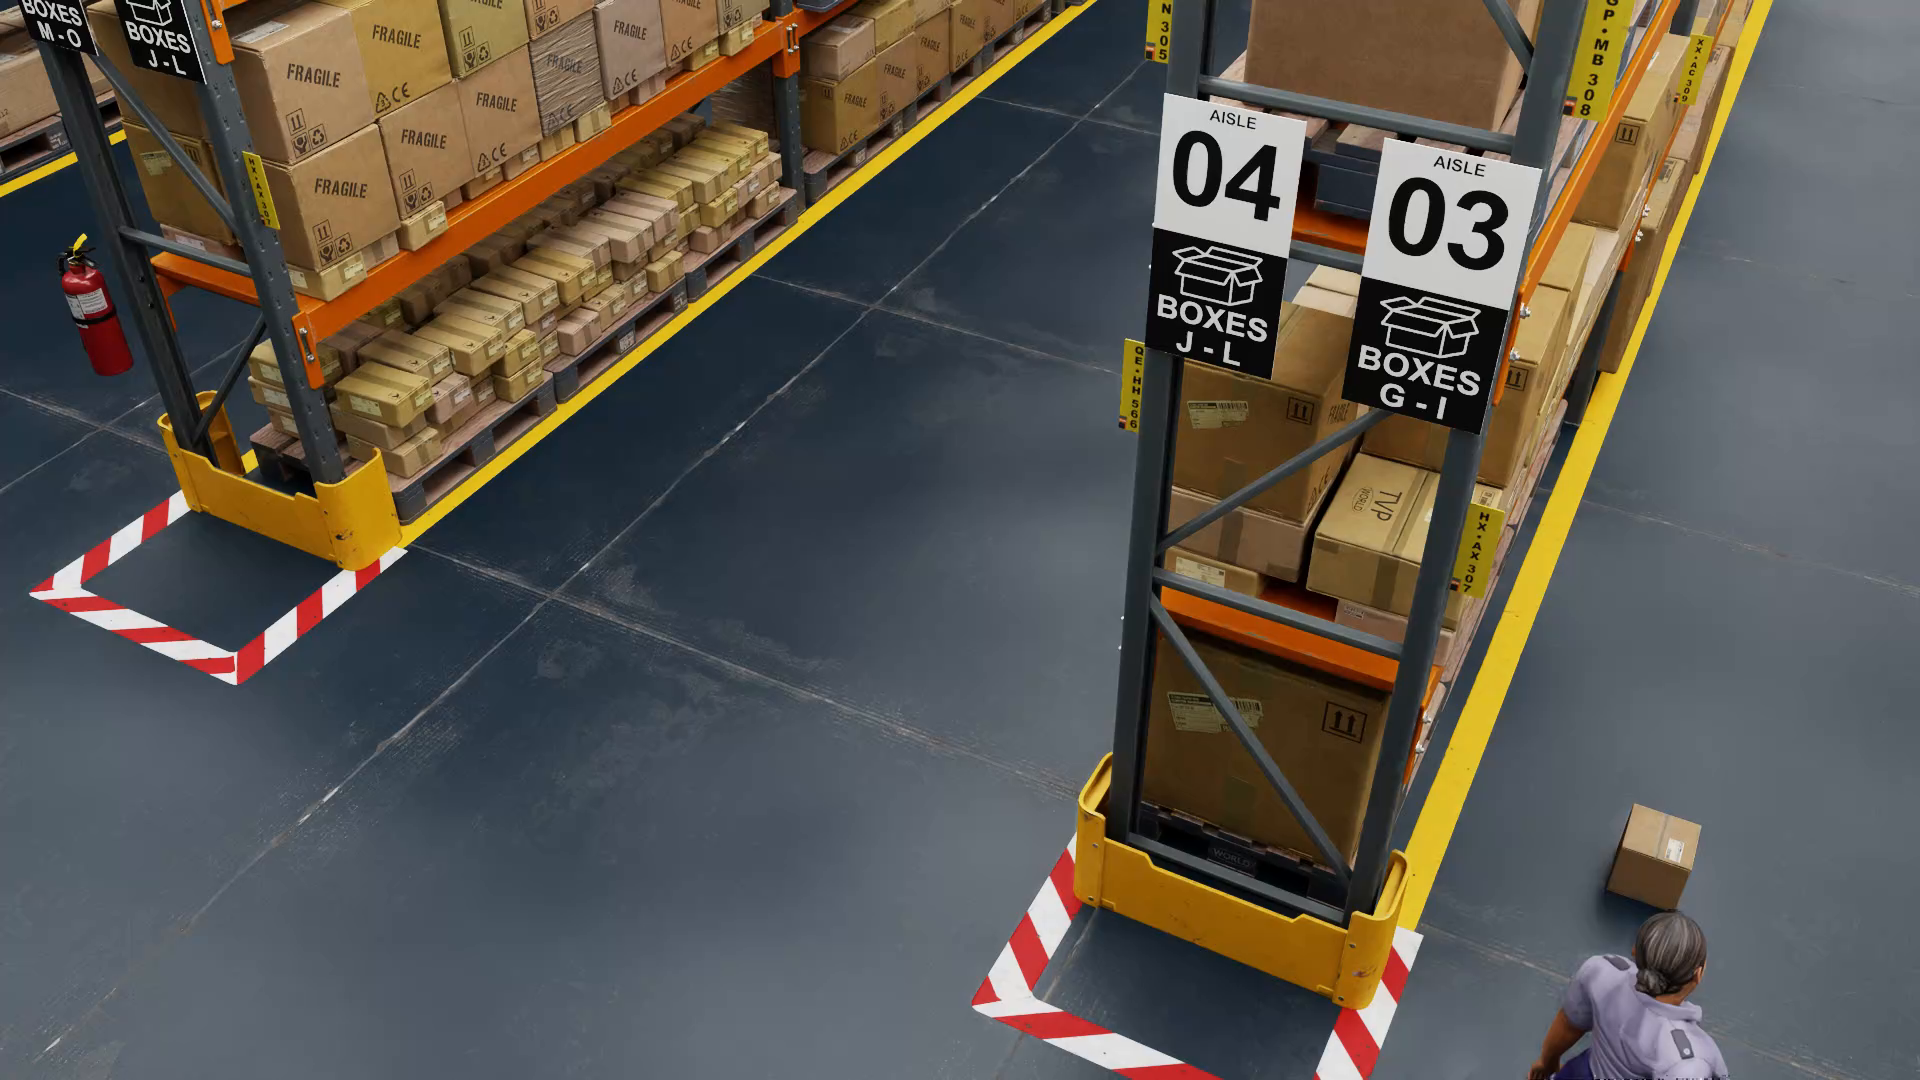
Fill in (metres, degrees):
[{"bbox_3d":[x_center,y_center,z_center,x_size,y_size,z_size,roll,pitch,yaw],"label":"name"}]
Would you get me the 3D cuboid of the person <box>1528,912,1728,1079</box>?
[{"bbox_3d":[1.830,1.679,4.671,0.557,1.713,0.565,-6,39,-8],"label":"person"}]
